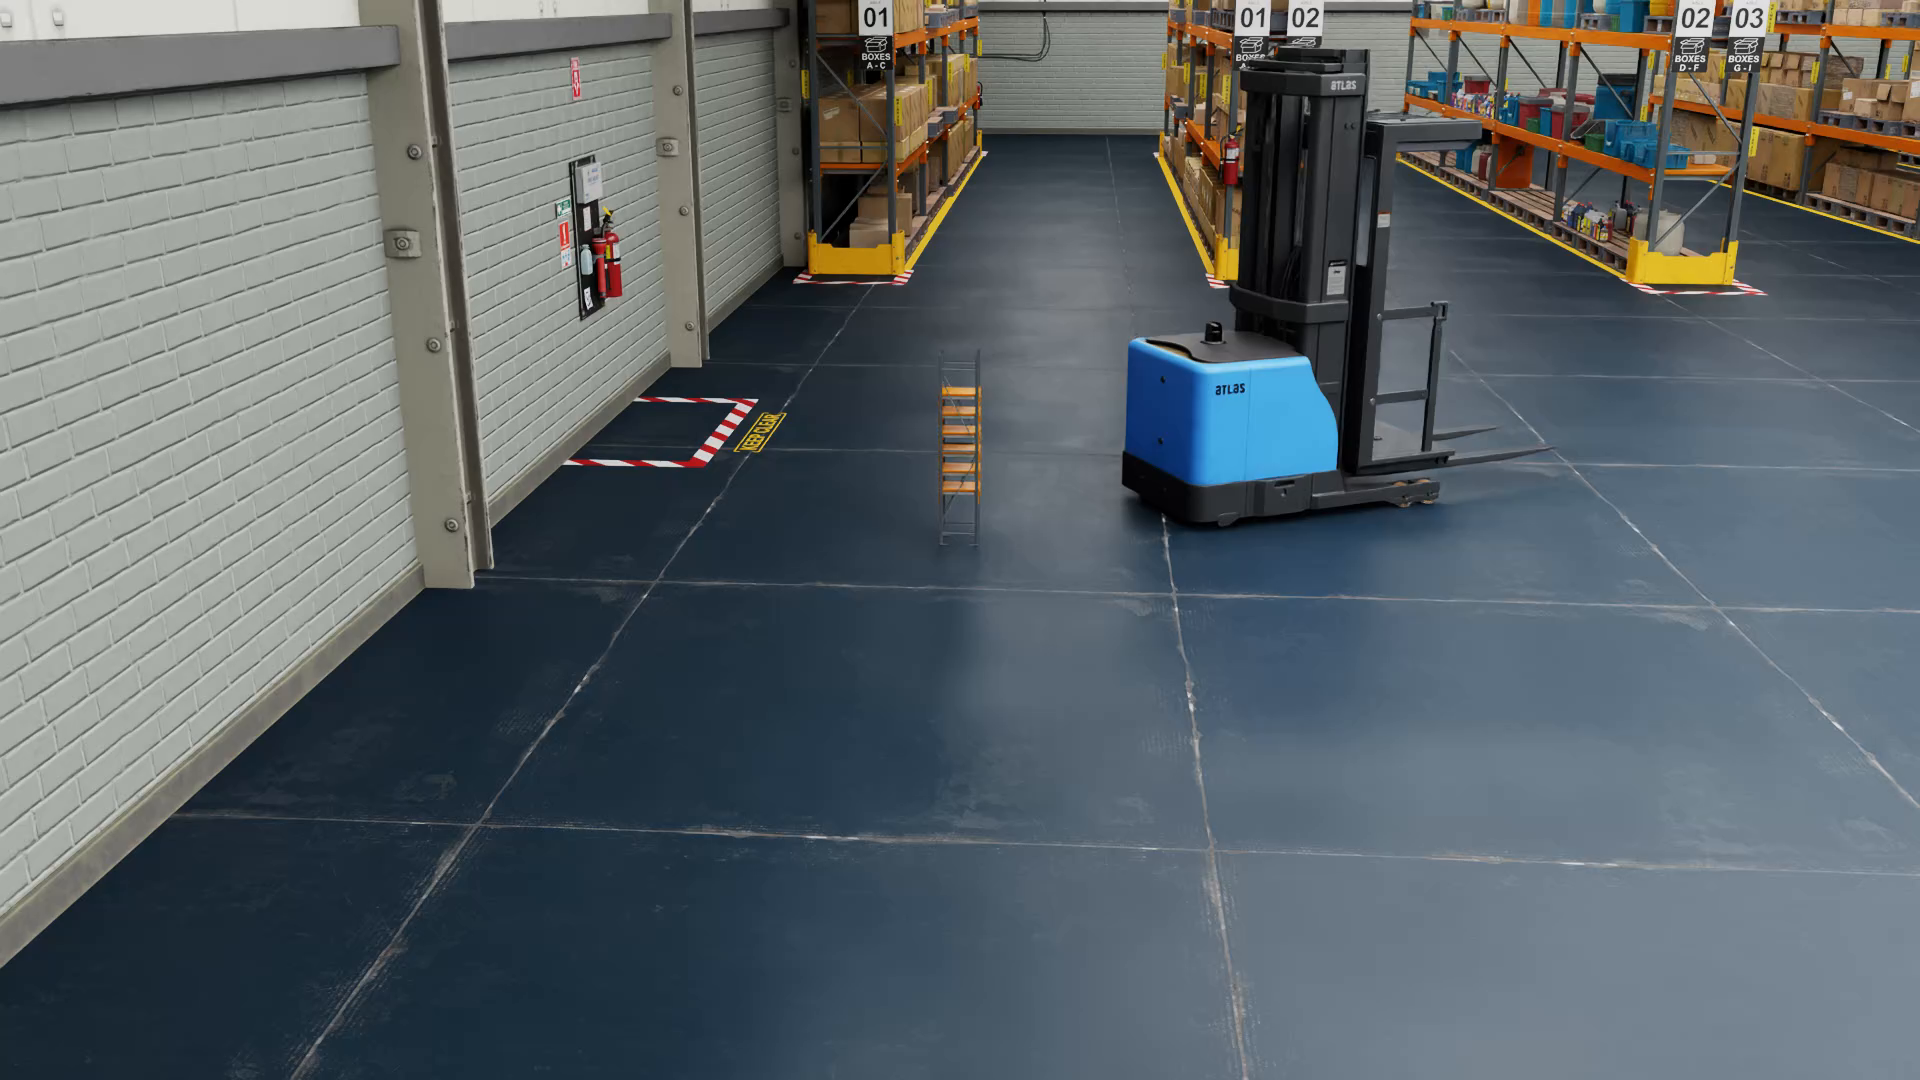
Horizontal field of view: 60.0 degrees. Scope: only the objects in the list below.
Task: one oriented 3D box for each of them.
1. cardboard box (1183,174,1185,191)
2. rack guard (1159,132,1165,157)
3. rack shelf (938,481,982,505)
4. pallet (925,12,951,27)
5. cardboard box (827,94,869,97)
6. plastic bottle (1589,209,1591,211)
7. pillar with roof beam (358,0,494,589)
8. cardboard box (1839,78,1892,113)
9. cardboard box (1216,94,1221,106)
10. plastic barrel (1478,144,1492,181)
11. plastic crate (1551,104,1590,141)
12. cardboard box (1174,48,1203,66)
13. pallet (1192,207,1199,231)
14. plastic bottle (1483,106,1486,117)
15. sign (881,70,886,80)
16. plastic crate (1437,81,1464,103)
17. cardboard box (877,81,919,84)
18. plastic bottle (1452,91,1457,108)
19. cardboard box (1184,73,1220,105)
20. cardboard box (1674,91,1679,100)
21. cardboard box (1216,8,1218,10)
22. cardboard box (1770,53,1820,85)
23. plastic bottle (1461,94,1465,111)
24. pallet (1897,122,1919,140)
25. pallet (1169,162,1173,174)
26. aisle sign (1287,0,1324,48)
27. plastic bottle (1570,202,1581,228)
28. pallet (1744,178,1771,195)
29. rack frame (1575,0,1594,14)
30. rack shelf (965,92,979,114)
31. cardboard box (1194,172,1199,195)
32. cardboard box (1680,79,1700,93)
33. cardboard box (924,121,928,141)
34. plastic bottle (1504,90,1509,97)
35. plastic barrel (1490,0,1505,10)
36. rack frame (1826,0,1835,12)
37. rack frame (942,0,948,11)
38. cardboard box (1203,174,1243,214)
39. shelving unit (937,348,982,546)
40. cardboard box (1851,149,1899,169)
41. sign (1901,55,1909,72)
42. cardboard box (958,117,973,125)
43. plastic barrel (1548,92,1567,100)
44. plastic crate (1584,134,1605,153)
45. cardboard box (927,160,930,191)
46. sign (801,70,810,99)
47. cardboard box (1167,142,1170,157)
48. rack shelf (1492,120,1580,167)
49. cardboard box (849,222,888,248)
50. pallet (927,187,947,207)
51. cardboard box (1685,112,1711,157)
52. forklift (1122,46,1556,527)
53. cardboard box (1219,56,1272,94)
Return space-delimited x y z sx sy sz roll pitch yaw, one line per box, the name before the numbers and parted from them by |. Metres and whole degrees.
cardboard box | 3.905 -5.813 27.088 0.500 0.250 0.500 1 18 4
rack guard | 4.804 -8.349 35.101 1.175 0.500 0.348 1 18 4
rack shelf | -0.001 -0.295 10.311 0.258 0.103 0.180 1 18 4
pallet | -0.770 -7.791 24.867 1.213 0.211 1.003 1 18 4
cardboard box | -1.411 -5.303 20.794 0.500 0.500 0.500 2 18 5
plastic bottle | 8.528 -4.346 22.543 0.097 0.271 0.097 0 18 0
pillar with roof beam | 1.342 -3.966 8.073 9.100 9.000 0.400 1 18 4
cardboard box | 14.117 -6.932 25.927 0.500 0.500 0.500 -1 18 -3
cardboard box | 3.719 -6.033 22.814 0.380 0.149 0.250 2 18 5
plastic barrel | 9.275 -6.521 28.706 0.600 0.588 0.708 1 18 4
plastic crate | 8.619 -5.910 23.539 0.402 0.464 0.583 1 18 4
cardboard box | 4.300 -9.004 31.318 0.500 0.500 0.500 1 18 4
pallet | 3.963 -4.739 24.545 1.003 0.211 1.213 1 18 4
plastic bottle | 8.843 -7.203 27.907 0.097 0.201 0.097 0 18 0
sign | -1.259 -7.747 27.390 0.100 0.325 0.005 1 18 4
plastic crate | 9.156 -8.380 31.111 0.392 0.384 0.575 1 18 4
cardboard box | -0.875 -6.531 24.669 0.700 0.500 0.500 3 18 10
plastic bottle | 9.001 -8.006 30.225 0.061 0.283 0.133 1 18 4
cardboard box | 4.168 -7.521 27.725 0.700 0.500 0.500 -5 19 -15
cardboard box | 14.245 -8.717 32.612 0.380 0.149 0.250 1 18 3
cardboard box | 4.240 -8.325 25.760 0.500 0.250 0.500 2 18 5
cardboard box | 14.276 -8.016 28.297 0.797 0.503 0.637 2 18 6
plastic bottle | 8.947 -7.771 29.510 0.061 0.283 0.133 1 18 4
pallet | 14.029 -5.755 23.476 1.003 0.211 1.213 1 18 4
pallet | 4.573 -7.207 32.078 1.003 0.211 1.213 1 18 4
aisle sign | 3.963 -5.800 19.131 0.394 0.787 0.004 1 18 4
plastic bottle | 8.418 -4.431 22.676 0.144 0.351 0.185 2 18 5
pallet | 14.338 -6.150 28.853 1.003 0.211 1.213 1 18 4
rack frame | 8.889 -8.573 22.135 1.000 3.000 0.127 1 18 4
rack shelf | -0.275 -8.707 33.334 1.077 0.370 4.000 1 18 4
cardboard box | 3.723 -5.287 24.582 0.500 0.311 0.500 2 18 5
cardboard box | 14.284 -8.786 32.182 0.500 0.250 0.500 1 18 3
cardboard box | -0.724 -5.728 23.295 0.500 0.250 0.500 1 18 4
plastic bottle | 9.710 -7.833 29.591 0.144 0.351 0.185 1 18 4
plastic barrel | 9.153 -9.208 27.997 0.433 0.535 0.433 0 18 0
rack frame | 14.116 -9.705 25.589 1.000 3.000 0.127 1 18 4
rack frame | -0.706 -10.037 26.601 1.000 3.000 0.127 1 18 4
cardboard box | 3.532 -4.636 22.290 0.500 0.500 0.500 1 18 4
shelving unit | -0.001 -0.566 10.222 0.258 1.200 0.189 1 18 4
cardboard box | 14.070 -5.858 25.586 0.500 0.250 0.500 3 18 10
sign | 19.088 -9.620 33.574 0.100 0.325 0.005 1 18 4
cardboard box | 0.073 -8.647 34.294 0.380 0.149 0.250 2 18 5
plastic barrel | 9.315 -6.693 25.853 0.421 0.512 0.421 0 18 0
plastic crate | 8.510 -5.206 21.835 0.450 0.188 0.662 1 18 4
cardboard box | -0.858 -5.825 26.690 0.700 0.500 0.500 1 18 4
sign | -1.831 -5.420 19.780 0.100 0.325 0.005 1 18 4
cardboard box | 4.334 -7.666 32.613 0.500 0.311 0.500 1 18 4
rack shelf | 9.033 -6.001 25.077 1.077 0.370 4.000 1 18 4
cardboard box | -1.140 -3.845 20.952 0.500 0.311 0.500 -1 18 -2
pallet | -0.763 -5.618 27.229 1.003 0.211 1.213 1 18 4
cardboard box | 14.595 -7.769 32.053 0.875 0.875 0.875 1 18 4
forklift | 2.673 -1.754 11.069 3.031 2.935 1.130 -7 20 -21
cardboard box | 3.923 -6.360 22.771 0.700 0.500 0.500 1 18 4
